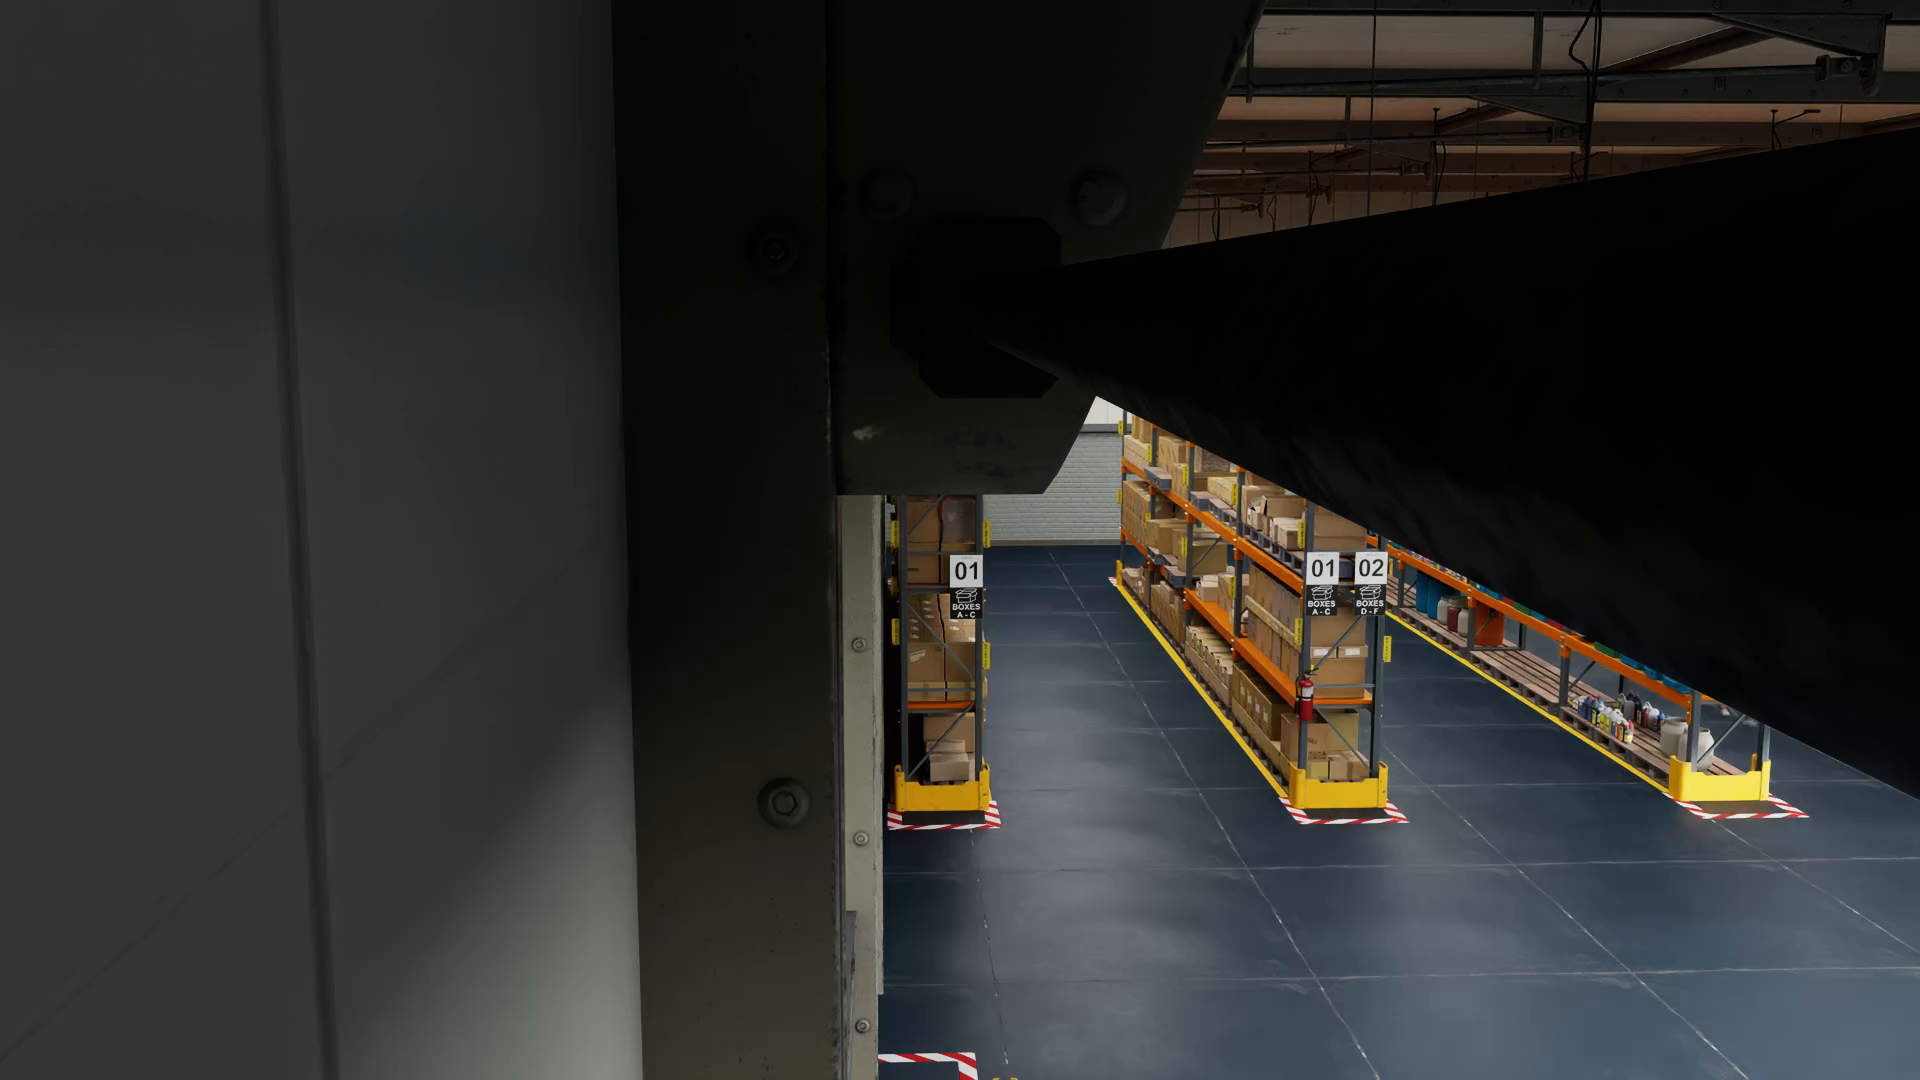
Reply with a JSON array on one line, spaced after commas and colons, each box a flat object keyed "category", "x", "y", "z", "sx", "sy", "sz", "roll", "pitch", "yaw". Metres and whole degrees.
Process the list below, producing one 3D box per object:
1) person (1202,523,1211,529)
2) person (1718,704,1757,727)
[{"category": "person", "x": 5.487, "y": 0.017, "z": 37.124, "sx": 0.666, "sy": 1.734, "sz": 0.998, "roll": -4, "pitch": 9, "yaw": -26}, {"category": "person", "x": 11.589, "y": 1.896, "z": 24.660, "sx": 0.546, "sy": 1.623, "sz": 0.984, "roll": 0, "pitch": 8, "yaw": 3}]
